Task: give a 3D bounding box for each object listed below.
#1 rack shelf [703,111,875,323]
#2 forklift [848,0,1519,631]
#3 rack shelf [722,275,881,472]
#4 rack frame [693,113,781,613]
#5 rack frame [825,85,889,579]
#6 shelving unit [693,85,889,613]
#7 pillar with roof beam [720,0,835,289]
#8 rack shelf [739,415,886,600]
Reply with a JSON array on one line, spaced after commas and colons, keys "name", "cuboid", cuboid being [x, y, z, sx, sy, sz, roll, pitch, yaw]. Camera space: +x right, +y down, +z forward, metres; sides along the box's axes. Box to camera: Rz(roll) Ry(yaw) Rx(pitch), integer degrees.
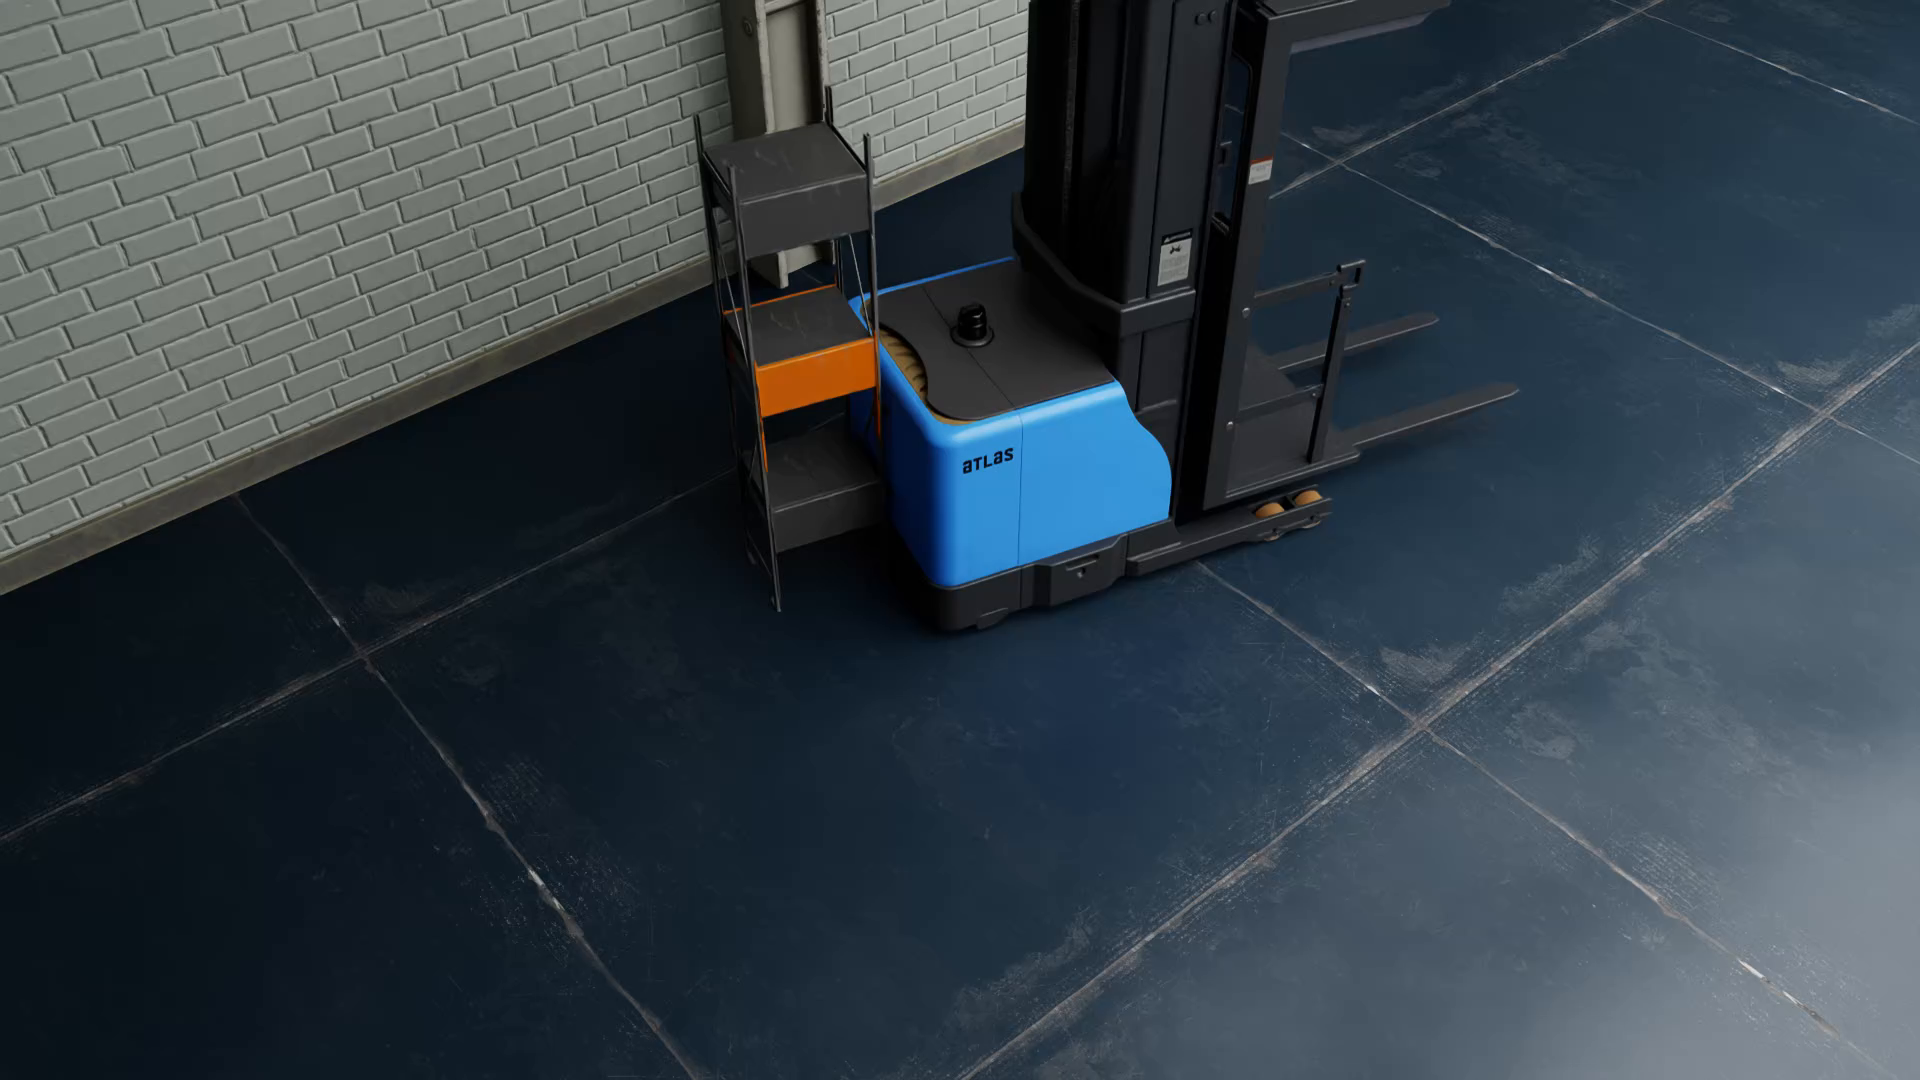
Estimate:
[{"name": "rack shelf", "cuboid": [-0.613, -1.156, 5.945, 0.480, 0.518, 0.431, -17, 46, -18]}, {"name": "forklift", "cuboid": [1.064, -1.378, 6.576, 3.031, 2.935, 1.130, -17, 46, -18]}, {"name": "rack shelf", "cuboid": [-0.613, -0.646, 6.424, 0.480, 0.518, 0.431, -17, 46, -18]}, {"name": "rack frame", "cuboid": [-0.836, -0.587, 6.341, 0.015, 2.100, 0.400, -17, 46, -18]}, {"name": "rack frame", "cuboid": [-0.391, -0.725, 6.488, 0.015, 2.100, 0.400, -17, 46, -18]}, {"name": "shelving unit", "cuboid": [-0.613, -0.656, 6.415, 0.503, 2.100, 0.431, -17, 46, -18]}, {"name": "pillar with roof beam", "cuboid": [1.881, -2.490, 3.328, 0.400, 9.000, 9.100, -30, 51, -28]}, {"name": "rack shelf", "cuboid": [-0.614, -0.136, 6.903, 0.480, 0.518, 0.431, -17, 46, -18]}]
